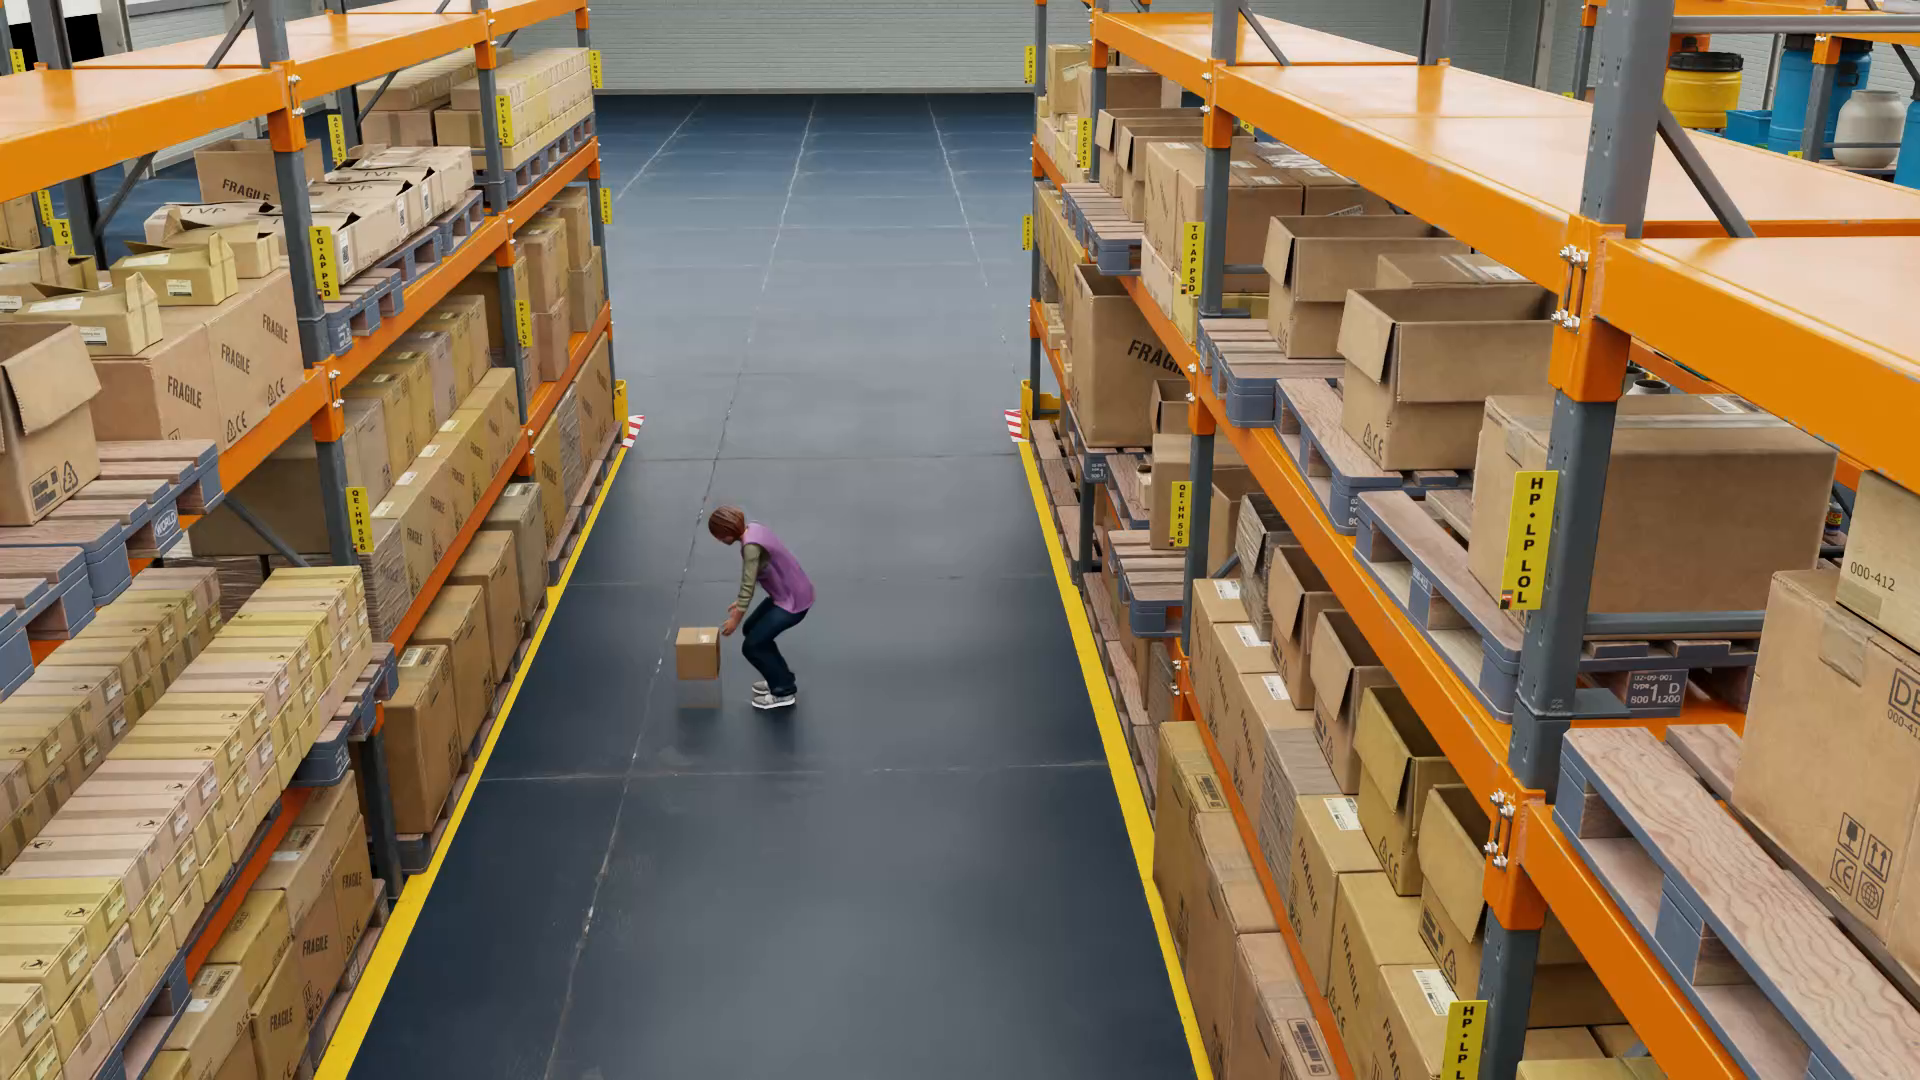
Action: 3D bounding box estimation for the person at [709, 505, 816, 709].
[{"bbox_3d":[-1.221,0.419,10.402,0.638,1.311,0.462,-1,21,-3],"label":"person"}]
